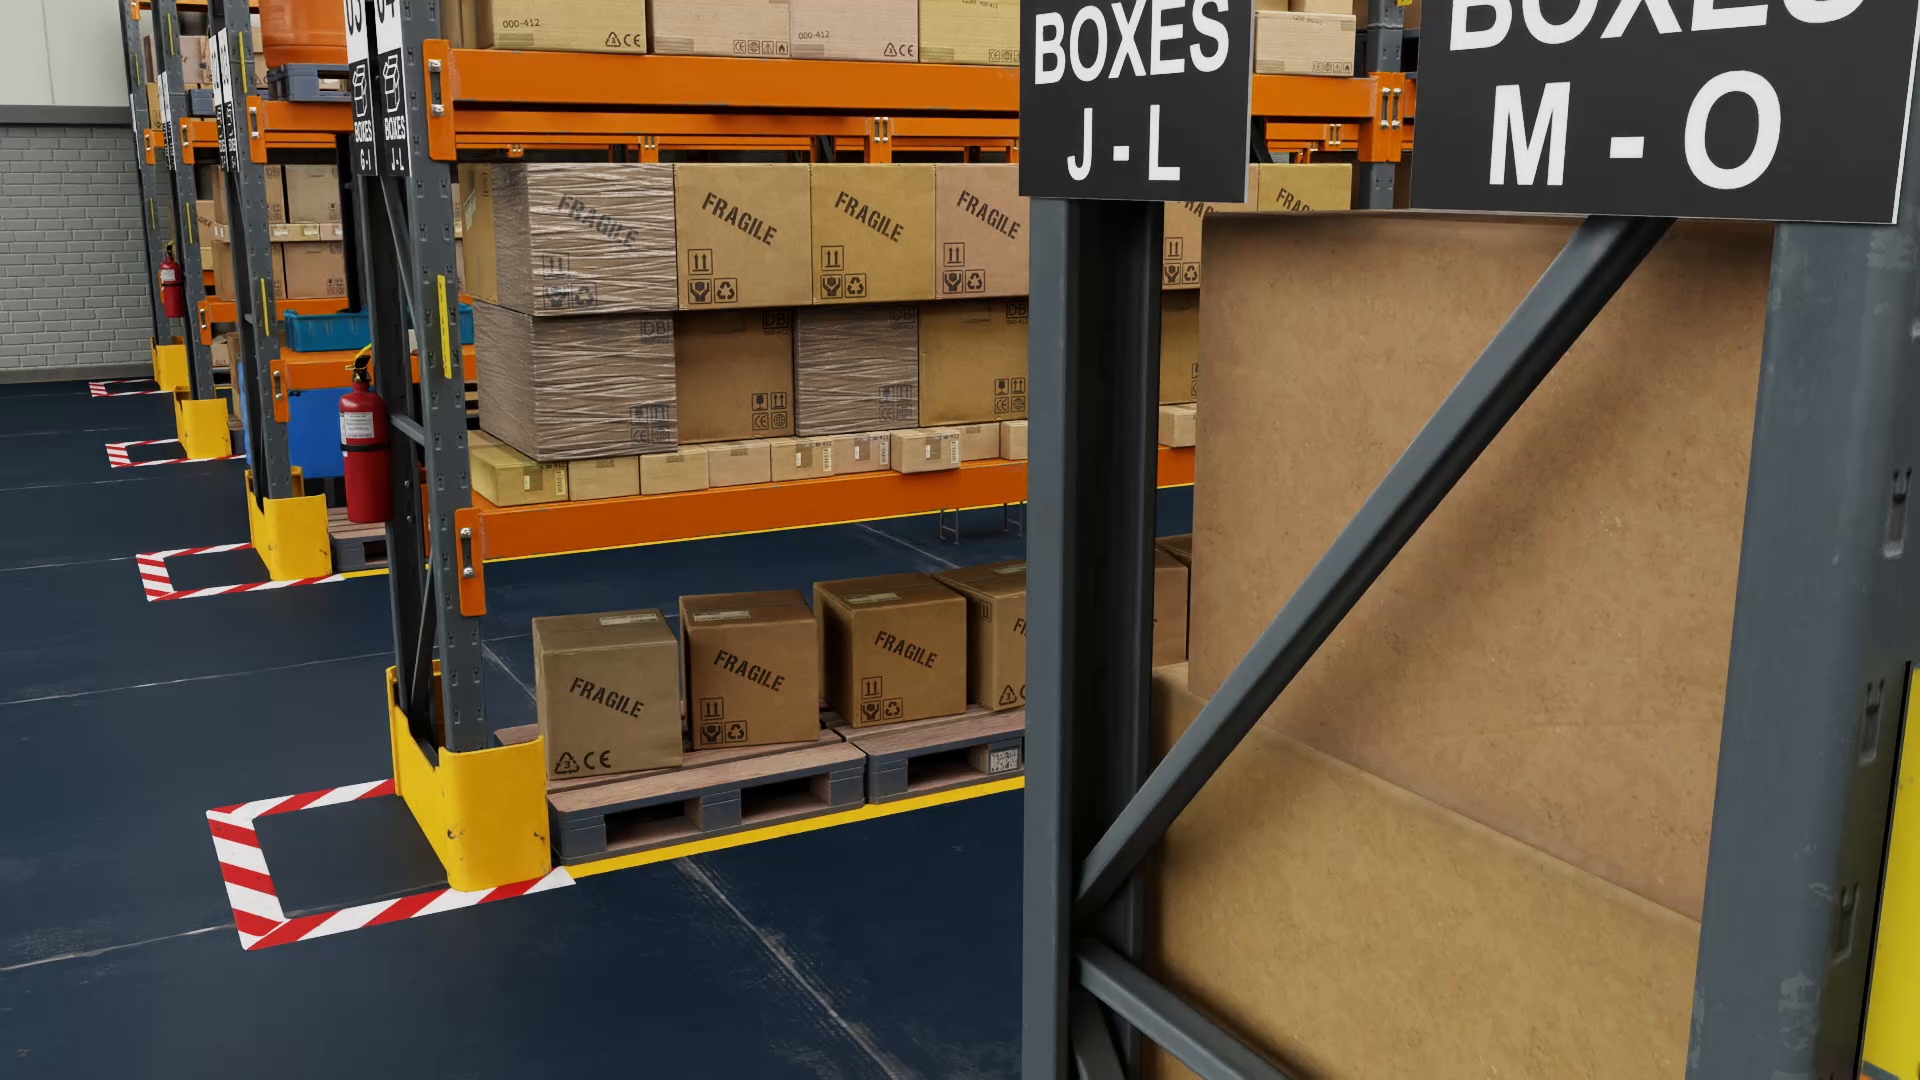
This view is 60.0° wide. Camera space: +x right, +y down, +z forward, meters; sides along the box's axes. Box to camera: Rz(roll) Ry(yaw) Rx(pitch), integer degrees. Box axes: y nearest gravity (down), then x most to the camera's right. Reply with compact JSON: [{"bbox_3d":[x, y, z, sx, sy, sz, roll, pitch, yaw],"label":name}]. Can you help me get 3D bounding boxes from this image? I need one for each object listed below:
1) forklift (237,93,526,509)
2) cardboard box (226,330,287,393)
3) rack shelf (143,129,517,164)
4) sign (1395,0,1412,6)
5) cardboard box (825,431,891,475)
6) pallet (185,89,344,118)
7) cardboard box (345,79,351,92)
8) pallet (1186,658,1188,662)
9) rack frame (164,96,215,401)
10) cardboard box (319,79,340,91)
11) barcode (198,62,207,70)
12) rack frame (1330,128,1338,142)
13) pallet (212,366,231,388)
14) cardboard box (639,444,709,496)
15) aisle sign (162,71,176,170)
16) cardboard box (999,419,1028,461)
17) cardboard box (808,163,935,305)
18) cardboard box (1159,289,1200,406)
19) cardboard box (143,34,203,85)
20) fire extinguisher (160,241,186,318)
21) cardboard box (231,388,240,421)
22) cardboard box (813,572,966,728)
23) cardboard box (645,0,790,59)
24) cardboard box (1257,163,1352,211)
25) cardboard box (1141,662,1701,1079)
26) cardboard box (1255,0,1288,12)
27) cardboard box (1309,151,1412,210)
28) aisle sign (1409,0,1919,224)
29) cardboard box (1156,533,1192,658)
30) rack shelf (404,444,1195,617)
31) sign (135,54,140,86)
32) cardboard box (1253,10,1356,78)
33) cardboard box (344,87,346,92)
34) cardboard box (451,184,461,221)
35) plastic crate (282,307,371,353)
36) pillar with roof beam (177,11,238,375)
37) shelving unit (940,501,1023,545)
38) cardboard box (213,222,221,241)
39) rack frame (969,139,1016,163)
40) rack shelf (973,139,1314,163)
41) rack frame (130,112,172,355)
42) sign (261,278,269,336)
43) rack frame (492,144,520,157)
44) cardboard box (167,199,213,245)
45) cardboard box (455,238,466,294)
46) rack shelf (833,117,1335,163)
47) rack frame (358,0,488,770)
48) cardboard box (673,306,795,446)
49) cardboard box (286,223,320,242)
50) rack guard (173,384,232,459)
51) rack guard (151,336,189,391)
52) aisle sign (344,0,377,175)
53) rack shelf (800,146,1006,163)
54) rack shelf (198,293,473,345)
[{"bbox_3d":[-3.734,-1.774,12.317,3.031,2.935,1.130,-6,14,-26],"label":"forklift"},{"bbox_3d":[-6.337,-1.621,15.080,0.500,0.500,0.500,-7,14,-28],"label":"cardboard box"},{"bbox_3d":[-7.287,-4.555,19.326,4.000,0.370,1.077,-7,14,-28],"label":"rack shelf"},{"bbox_3d":[1.856,-2.402,6.939,0.005,0.325,0.100,-7,14,-28],"label":"sign"},{"bbox_3d":[-0.464,-0.363,6.463,0.250,0.149,0.380,-7,14,-28],"label":"cardboard box"},{"bbox_3d":[-6.032,-3.768,14.390,1.213,0.211,1.003,-7,14,-28],"label":"pallet"},{"bbox_3d":[-5.293,-4.202,15.044,0.500,0.311,0.500,-5,14,-21],"label":"cardboard box"},{"bbox_3d":[1.016,0.648,7.748,1.213,0.211,1.003,-7,14,-28],"label":"pallet"},{"bbox_3d":[-6.665,-2.278,14.401,0.127,3.000,1.000,-7,14,-28],"label":"rack frame"},{"bbox_3d":[-5.548,-3.982,14.437,0.250,0.149,0.380,-7,14,-28],"label":"cardboard box"},{"bbox_3d":[-6.632,-4.150,14.562,0.075,0.075,0.001,-7,14,-28],"label":"barcode"},{"bbox_3d":[2.727,-2.165,13.897,0.127,3.000,1.000,-7,14,-28],"label":"rack frame"},{"bbox_3d":[-8.245,-1.959,19.332,1.213,0.211,1.003,-7,14,-28],"label":"pallet"},{"bbox_3d":[-1.102,-0.276,6.078,0.250,0.149,0.380,-7,14,-28],"label":"cardboard box"},{"bbox_3d":[-6.576,-3.481,13.823,0.004,0.787,0.394,-7,14,-28],"label":"aisle sign"},{"bbox_3d":[0.217,-0.433,6.773,0.250,0.149,0.380,-7,14,-28],"label":"cardboard box"},{"bbox_3d":[-0.428,-1.160,6.249,0.500,0.500,0.500,-7,14,-28],"label":"cardboard box"},{"bbox_3d":[0.709,-0.902,7.382,0.500,0.500,0.875,-7,14,-28],"label":"cardboard box"},{"bbox_3d":[-8.588,-5.236,18.161,0.500,0.500,0.500,-8,15,-32],"label":"cardboard box"},{"bbox_3d":[-6.992,-2.318,14.752,0.183,0.674,0.296,-7,14,-28],"label":"fire extinguisher"},{"bbox_3d":[-6.336,-1.255,15.161,0.500,0.250,0.500,-7,14,-28],"label":"cardboard box"},{"bbox_3d":[-0.299,0.452,7.008,0.500,0.500,0.500,-5,14,-23],"label":"cardboard box"},{"bbox_3d":[-0.926,-1.815,5.854,0.500,0.250,0.500,-7,15,-29],"label":"cardboard box"},{"bbox_3d":[1.326,-1.371,7.187,0.500,0.500,0.500,-7,14,-28],"label":"cardboard box"},{"bbox_3d":[0.670,0.477,1.818,0.550,0.550,0.875,-7,14,-28],"label":"cardboard box"},{"bbox_3d":[1.164,-2.274,6.983,0.250,0.149,0.380,-7,14,-27],"label":"cardboard box"},{"bbox_3d":[2.353,-1.344,7.926,1.000,1.000,1.000,-7,14,-27],"label":"cardboard box"},{"bbox_3d":[0.447,-0.605,1.046,0.004,0.787,0.394,-7,14,-28],"label":"aisle sign"},{"bbox_3d":[1.219,0.259,7.862,0.500,0.500,0.500,-7,15,-30],"label":"cardboard box"},{"bbox_3d":[-0.167,-0.228,6.930,4.000,0.370,1.077,-7,14,-28],"label":"rack shelf"},{"bbox_3d":[-8.782,-5.018,17.751,0.005,0.325,0.100,-7,14,-28],"label":"sign"},{"bbox_3d":[1.314,-2.082,7.037,0.500,0.250,0.500,-6,14,-26],"label":"cardboard box"},{"bbox_3d":[-7.226,-4.907,18.976,0.500,0.500,0.500,-6,14,-24],"label":"cardboard box"},{"bbox_3d":[-4.862,-3.175,15.201,0.500,0.500,0.700,-7,14,-28],"label":"cardboard box"},{"bbox_3d":[-3.999,-1.361,10.664,0.616,0.251,0.499,-7,14,-28],"label":"plastic crate"},{"bbox_3d":[-6.779,-5.570,15.364,0.400,9.000,9.100,-7,14,-28],"label":"pillar with roof beam"},{"bbox_3d":[0.145,-0.603,11.055,0.503,1.200,0.258,-7,14,-28],"label":"shelving unit"},{"bbox_3d":[-6.421,-2.721,14.661,0.250,0.149,0.380,-7,15,-29],"label":"cardboard box"},{"bbox_3d":[0.357,-3.120,18.141,0.127,3.000,1.000,-7,14,-28],"label":"rack frame"},{"bbox_3d":[2.112,-4.443,18.825,4.000,0.370,1.077,-7,14,-28],"label":"rack shelf"},{"bbox_3d":[-9.042,-3.233,18.641,0.127,3.000,1.000,-7,14,-28],"label":"rack frame"},{"bbox_3d":[-4.035,-1.352,9.654,0.005,0.325,0.100,-7,14,-28],"label":"sign"},{"bbox_3d":[-5.531,-3.653,20.511,0.127,3.000,1.000,-7,14,-28],"label":"rack frame"},{"bbox_3d":[-8.730,-3.626,18.976,0.500,0.500,0.500,-7,14,-28],"label":"cardboard box"},{"bbox_3d":[-4.892,-2.537,15.323,0.500,0.500,0.700,-6,14,-26],"label":"cardboard box"},{"bbox_3d":[0.971,-3.067,12.712,4.000,0.370,1.077,-7,14,-28],"label":"rack shelf"},{"bbox_3d":[-1.922,-0.369,5.916,0.127,3.000,1.000,-7,14,-28],"label":"rack frame"},{"bbox_3d":[-1.045,-0.691,6.443,0.500,0.500,0.875,-7,14,-28],"label":"cardboard box"},{"bbox_3d":[-5.768,-2.698,14.559,0.250,0.149,0.380,-7,14,-28],"label":"cardboard box"},{"bbox_3d":[-6.686,-1.056,14.664,0.348,0.500,1.175,-7,14,-28],"label":"rack guard"},{"bbox_3d":[-8.975,-2.021,18.951,0.348,0.500,1.175,-7,14,-28],"label":"rack guard"},{"bbox_3d":[-2.120,-1.688,5.859,0.004,0.787,0.394,-7,14,-28],"label":"aisle sign"},{"bbox_3d":[-0.265,-5.397,23.066,4.000,0.370,1.077,-7,14,-28],"label":"rack shelf"},{"bbox_3d":[-4.910,-2.138,15.415,4.000,0.370,1.077,-7,14,-28],"label":"rack shelf"}]
